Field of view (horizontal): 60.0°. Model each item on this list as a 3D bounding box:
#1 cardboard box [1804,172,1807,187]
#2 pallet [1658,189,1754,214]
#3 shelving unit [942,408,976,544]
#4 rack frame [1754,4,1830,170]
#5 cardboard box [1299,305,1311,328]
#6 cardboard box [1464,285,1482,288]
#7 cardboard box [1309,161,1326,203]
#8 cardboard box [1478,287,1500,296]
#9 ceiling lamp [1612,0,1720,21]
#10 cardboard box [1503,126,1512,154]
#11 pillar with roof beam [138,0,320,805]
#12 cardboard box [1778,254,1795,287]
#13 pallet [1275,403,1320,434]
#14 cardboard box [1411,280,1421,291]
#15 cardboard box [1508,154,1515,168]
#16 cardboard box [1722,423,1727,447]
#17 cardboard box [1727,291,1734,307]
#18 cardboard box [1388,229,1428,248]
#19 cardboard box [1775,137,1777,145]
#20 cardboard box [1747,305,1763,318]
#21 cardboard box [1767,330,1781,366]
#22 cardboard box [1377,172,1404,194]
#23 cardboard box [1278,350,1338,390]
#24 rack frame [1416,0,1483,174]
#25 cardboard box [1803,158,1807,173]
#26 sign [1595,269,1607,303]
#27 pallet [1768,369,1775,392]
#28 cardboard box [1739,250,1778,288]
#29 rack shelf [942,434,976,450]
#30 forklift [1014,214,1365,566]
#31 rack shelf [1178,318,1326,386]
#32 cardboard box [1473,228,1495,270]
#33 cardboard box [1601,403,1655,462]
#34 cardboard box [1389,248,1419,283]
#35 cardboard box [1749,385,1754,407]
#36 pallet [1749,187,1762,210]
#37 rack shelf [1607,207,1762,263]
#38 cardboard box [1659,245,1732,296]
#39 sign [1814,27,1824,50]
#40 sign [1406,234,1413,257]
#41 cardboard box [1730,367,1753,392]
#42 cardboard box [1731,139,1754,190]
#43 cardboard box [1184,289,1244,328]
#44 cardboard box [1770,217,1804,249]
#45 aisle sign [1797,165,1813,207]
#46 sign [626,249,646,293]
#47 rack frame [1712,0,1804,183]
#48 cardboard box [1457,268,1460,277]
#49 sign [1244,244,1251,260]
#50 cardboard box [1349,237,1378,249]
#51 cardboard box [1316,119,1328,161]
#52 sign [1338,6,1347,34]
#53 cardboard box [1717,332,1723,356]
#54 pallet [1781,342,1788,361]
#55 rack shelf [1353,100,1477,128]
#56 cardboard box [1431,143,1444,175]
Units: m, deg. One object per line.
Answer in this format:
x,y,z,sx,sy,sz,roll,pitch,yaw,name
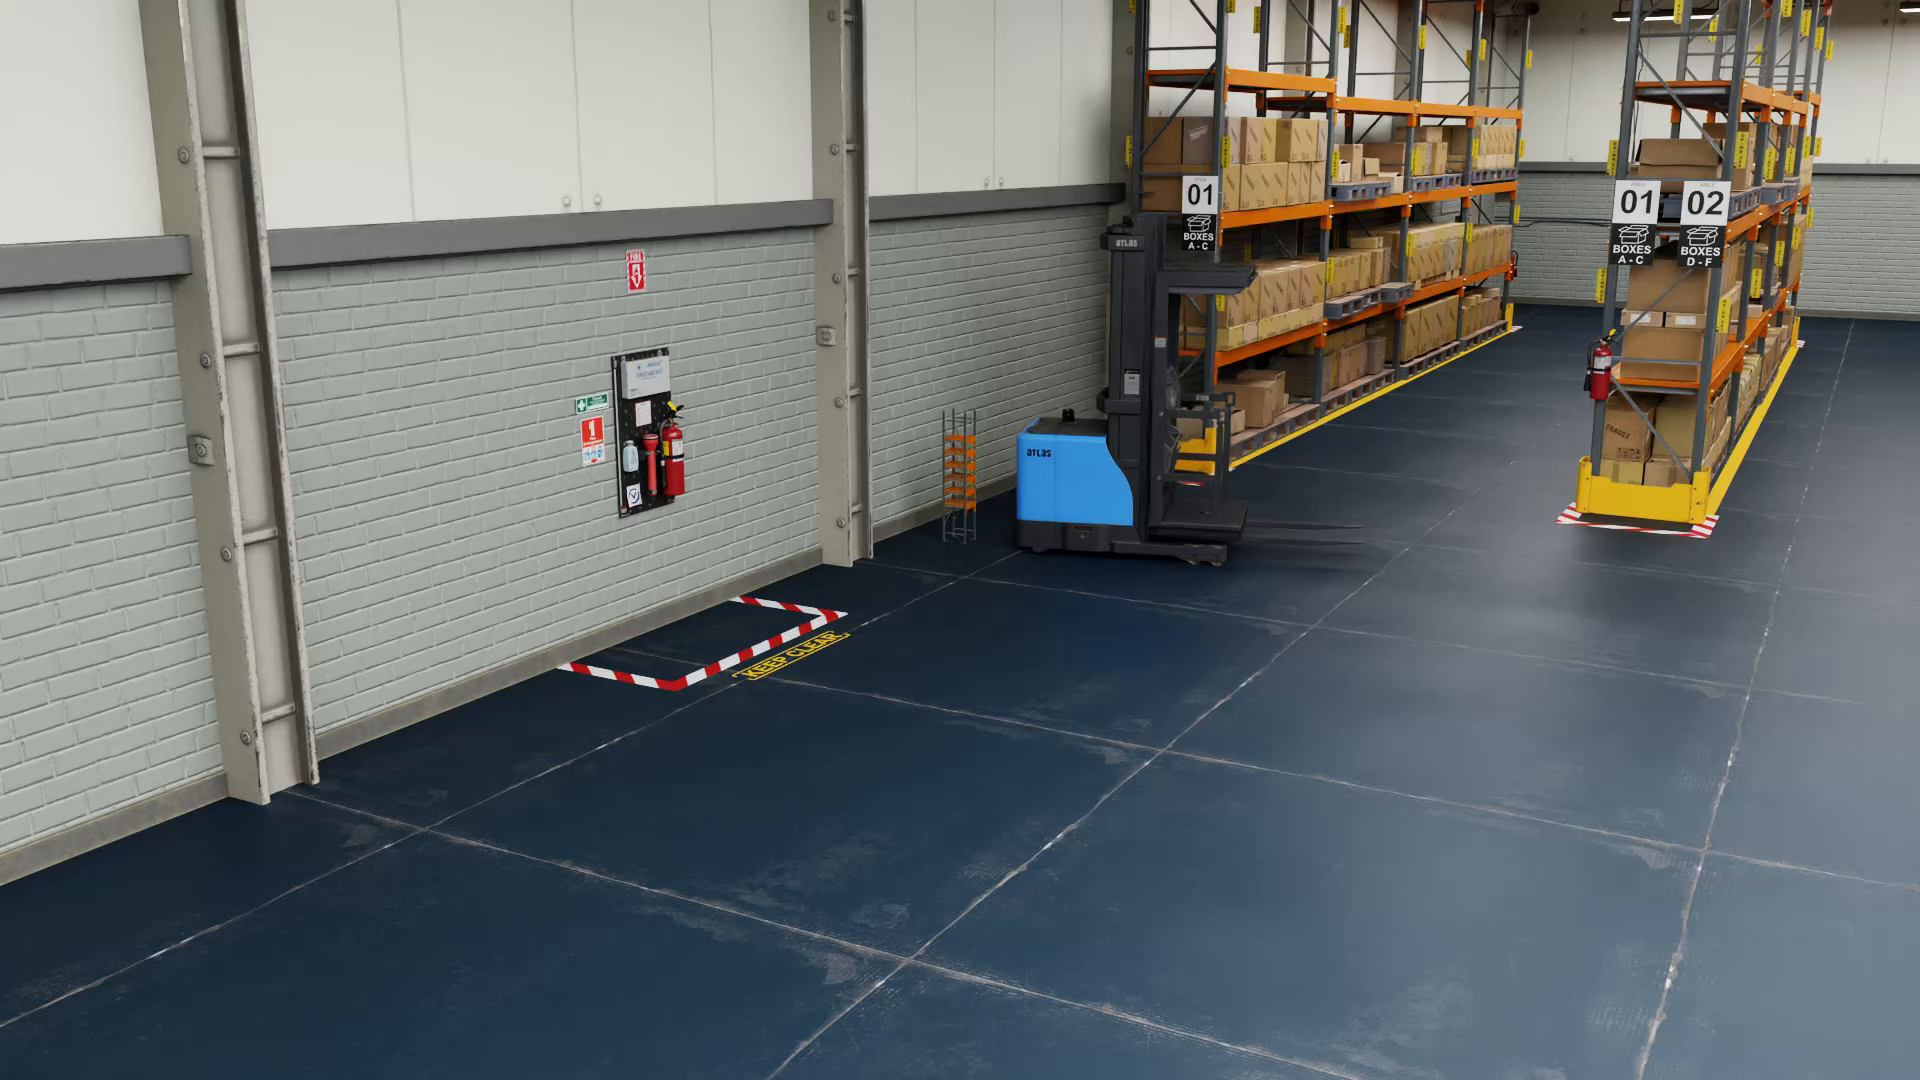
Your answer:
13.648,-5.939,27.404,0.500,0.250,0.500,7,15,28,cardboard box
7.622,-3.521,17.243,1.003,0.211,1.213,7,15,28,pallet
-0.007,-0.580,15.097,0.258,1.200,0.189,7,15,28,shelving unit
14.403,-7.911,28.866,1.000,3.000,0.127,7,15,28,rack frame
4.052,-2.797,20.731,0.500,0.250,0.500,7,15,28,cardboard box
9.700,-4.753,31.619,0.380,0.149,0.250,7,15,28,cardboard box
4.235,-4.478,20.768,0.500,0.500,0.500,8,16,30,cardboard box
9.912,-4.658,31.224,0.380,0.149,0.250,7,15,27,cardboard box
13.573,-11.574,31.604,2.000,3.185,0.800,7,15,28,ceiling lamp
9.699,-7.276,30.239,0.500,0.500,0.500,8,16,30,cardboard box
-0.121,-2.481,6.341,9.100,9.000,0.400,7,15,28,pillar with roof beam
12.955,-4.297,26.459,0.500,0.500,0.500,8,16,30,cardboard box
3.970,-1.596,21.420,1.003,0.211,1.213,7,15,28,pallet
6.892,-3.939,25.681,0.380,0.149,0.250,8,16,30,cardboard box
9.943,-7.013,30.751,0.500,0.250,0.500,8,16,30,cardboard box
8.319,-1.179,18.711,0.500,0.250,0.500,7,15,28,cardboard box
8.287,-2.658,18.279,0.380,0.149,0.250,7,15,28,cardboard box
6.902,-4.656,25.672,0.500,0.250,0.500,7,15,27,cardboard box
11.519,-5.565,24.210,0.600,0.600,0.600,7,15,26,cardboard box
10.343,-3.016,21.895,0.380,0.149,0.250,7,15,28,cardboard box
12.236,-2.939,25.435,0.500,0.500,0.500,7,15,28,cardboard box
6.086,-5.160,24.002,0.500,0.311,0.500,7,15,28,cardboard box
4.811,-2.357,23.020,0.700,0.500,0.500,7,15,27,cardboard box
8.131,-7.651,27.786,1.000,3.000,0.127,7,15,28,rack frame
13.414,-6.078,26.915,0.500,0.250,0.500,7,15,28,cardboard box
6.200,-2.455,16.056,0.100,0.325,0.005,7,15,28,sign
11.521,-2.396,24.739,1.003,0.211,1.213,7,15,28,pallet
11.351,-3.914,23.977,0.700,0.500,0.500,11,17,38,cardboard box
-0.007,-0.887,15.023,0.258,0.103,0.180,7,15,28,rack shelf
2.056,-1.340,14.556,3.031,2.935,1.130,3,14,12,forklift
3.297,-2.333,20.064,1.077,0.370,4.000,7,15,28,rack shelf
9.109,-5.290,30.151,0.980,0.700,0.700,7,15,25,cardboard box
6.667,-1.088,16.734,0.500,0.500,0.500,7,15,28,cardboard box
6.657,-4.188,25.330,0.500,0.500,0.500,8,16,30,cardboard box
10.003,-1.877,21.604,0.500,0.250,0.500,8,16,29,cardboard box
8.213,-3.770,18.277,1.003,0.211,1.213,7,15,28,pallet
7.635,-3.231,17.387,1.077,0.370,4.000,7,15,28,rack shelf
7.907,-2.914,17.956,0.700,0.500,0.500,7,15,28,cardboard box
12.958,-7.560,25.078,0.100,0.325,0.005,7,15,28,sign
6.677,-4.379,24.712,0.100,0.325,0.005,7,15,28,sign
9.762,-2.045,21.107,0.500,0.311,0.500,8,16,30,cardboard box
7.711,-3.801,16.808,0.500,0.500,0.500,7,15,28,cardboard box
2.824,-2.638,18.470,0.500,0.500,0.500,7,15,28,cardboard box
13.691,-5.091,27.621,0.500,0.500,0.500,8,16,30,cardboard box
14.704,-6.238,29.178,0.394,0.787,0.004,7,15,28,aisle sign
-2.308,-1.917,11.857,0.001,0.298,0.199,7,15,28,sign
10.536,-6.270,22.057,1.000,3.000,0.127,7,15,28,rack frame
8.216,-4.521,28.096,0.380,0.149,0.250,8,15,29,cardboard box
3.777,-3.718,21.803,0.100,0.325,0.005,7,15,28,sign
5.915,-4.350,24.358,0.380,0.149,0.250,5,14,19,cardboard box
4.259,-4.963,20.645,0.500,0.500,0.500,6,15,23,cardboard box
4.730,-6.437,20.589,0.100,0.325,0.005,7,15,28,sign
7.898,-2.278,18.087,0.700,0.500,0.500,8,16,29,cardboard box
13.391,-3.211,28.118,1.003,0.211,1.213,7,15,28,pallet
7.165,-6.697,26.216,1.077,0.370,4.000,7,15,28,rack shelf
7.397,-6.166,26.873,0.700,0.500,0.500,7,15,27,cardboard box
